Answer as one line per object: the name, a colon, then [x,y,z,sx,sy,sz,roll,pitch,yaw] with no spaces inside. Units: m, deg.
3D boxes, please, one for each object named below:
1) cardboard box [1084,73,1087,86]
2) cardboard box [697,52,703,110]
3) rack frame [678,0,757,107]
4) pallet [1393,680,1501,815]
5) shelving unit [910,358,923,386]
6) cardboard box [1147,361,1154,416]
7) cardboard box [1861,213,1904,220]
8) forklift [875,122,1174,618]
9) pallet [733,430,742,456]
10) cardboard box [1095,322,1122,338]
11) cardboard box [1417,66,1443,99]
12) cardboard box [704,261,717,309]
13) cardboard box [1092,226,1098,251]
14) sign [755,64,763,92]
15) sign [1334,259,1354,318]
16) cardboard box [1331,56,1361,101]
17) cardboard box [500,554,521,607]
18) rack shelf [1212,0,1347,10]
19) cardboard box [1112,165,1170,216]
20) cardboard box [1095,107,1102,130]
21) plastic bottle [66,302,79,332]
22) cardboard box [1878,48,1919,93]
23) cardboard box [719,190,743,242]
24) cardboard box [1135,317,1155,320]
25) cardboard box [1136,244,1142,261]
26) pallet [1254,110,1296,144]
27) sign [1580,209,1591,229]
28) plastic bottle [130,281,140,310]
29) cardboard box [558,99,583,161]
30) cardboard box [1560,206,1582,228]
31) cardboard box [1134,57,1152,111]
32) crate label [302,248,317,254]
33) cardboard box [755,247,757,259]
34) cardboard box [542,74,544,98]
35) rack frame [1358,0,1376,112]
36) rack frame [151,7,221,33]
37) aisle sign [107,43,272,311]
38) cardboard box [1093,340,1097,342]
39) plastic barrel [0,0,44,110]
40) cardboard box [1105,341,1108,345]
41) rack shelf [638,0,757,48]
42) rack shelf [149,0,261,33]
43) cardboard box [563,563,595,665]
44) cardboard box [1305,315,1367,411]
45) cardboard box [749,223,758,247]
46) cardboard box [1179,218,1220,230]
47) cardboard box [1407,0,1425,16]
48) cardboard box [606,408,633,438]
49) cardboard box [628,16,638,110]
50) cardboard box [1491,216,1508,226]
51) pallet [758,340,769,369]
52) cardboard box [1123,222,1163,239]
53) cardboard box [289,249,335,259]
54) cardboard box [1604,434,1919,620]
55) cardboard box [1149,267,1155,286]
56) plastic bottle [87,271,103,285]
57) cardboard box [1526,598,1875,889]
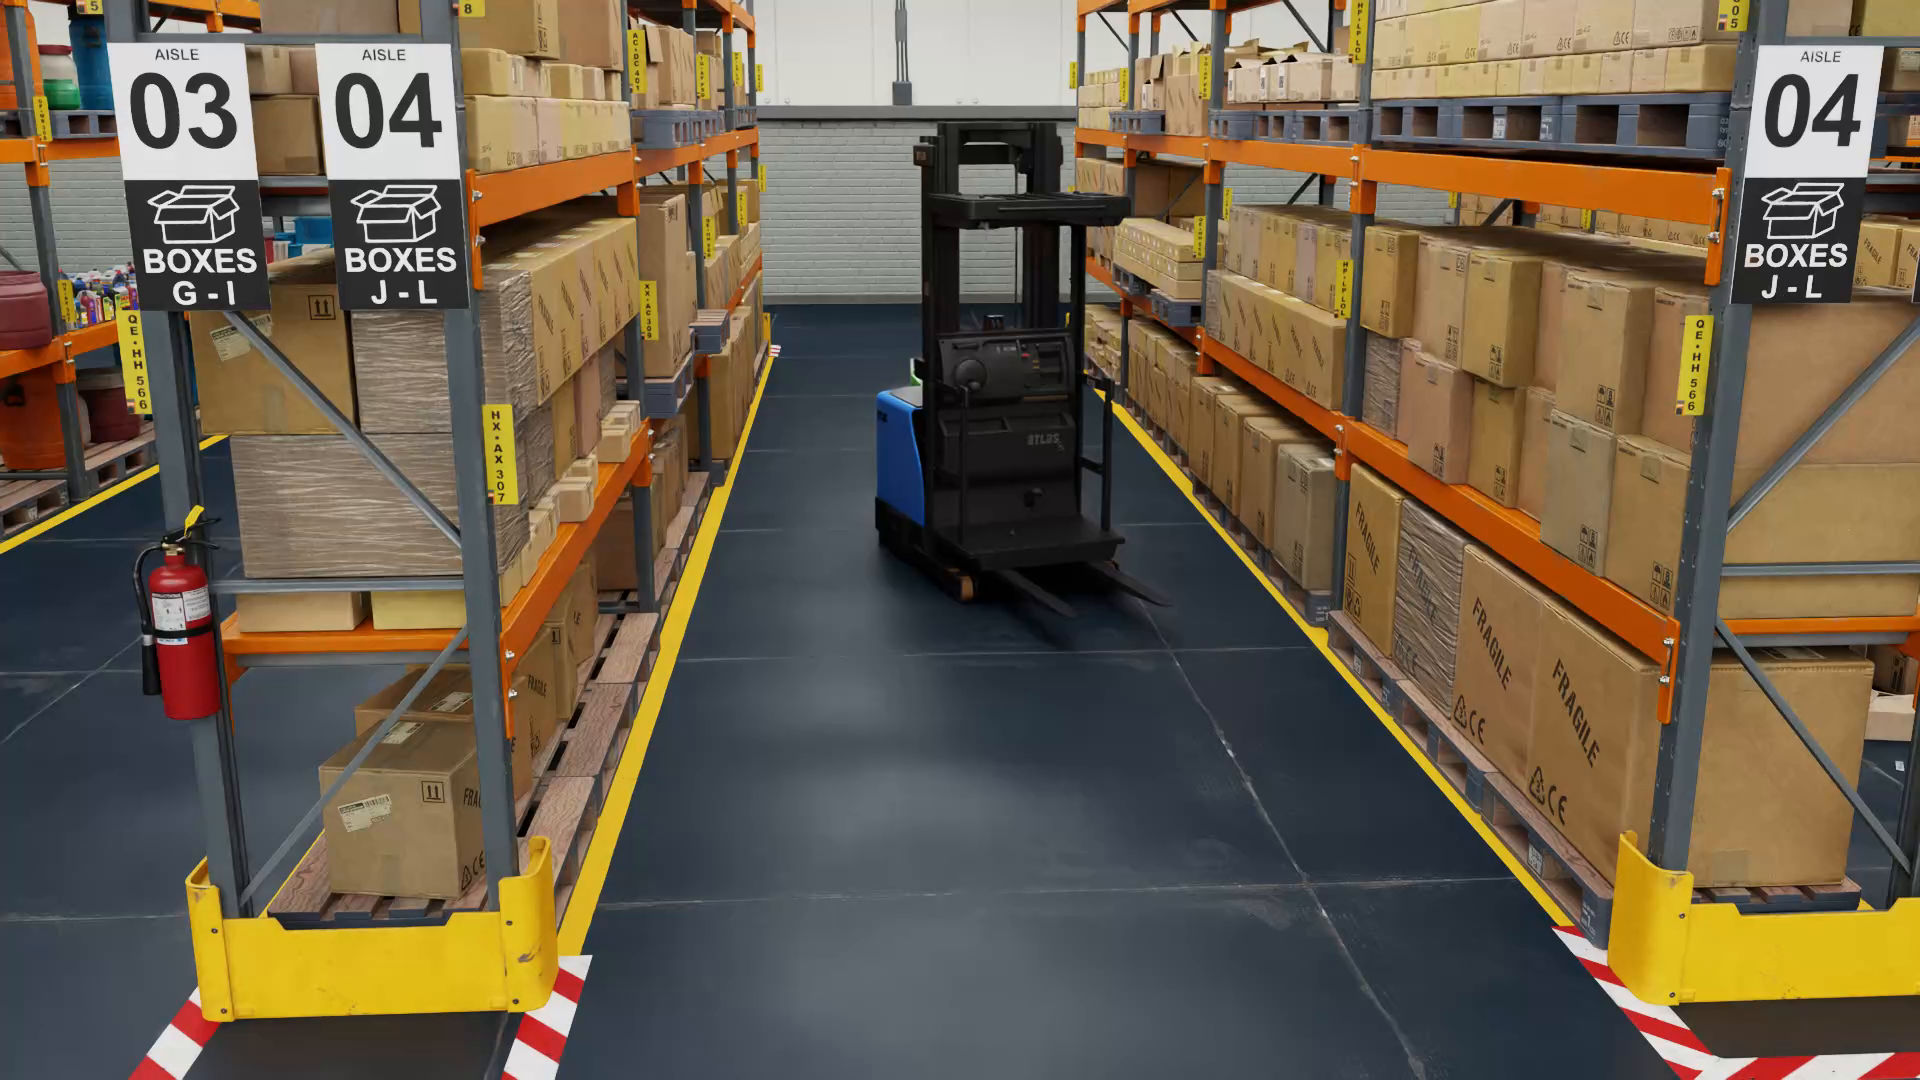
cardboard box: [1.681,-5.475,19.765,0.380,0.149,0.250,-1,14,-4]
cardboard box: [-2.663,-4.049,14.675,0.797,0.503,0.637,-1,14,-4]
rack frame: [-3.010,-6.730,20.126,1.000,3.000,0.127,-1,14,-3]
pallet: [2.738,0.953,7.900,1.003,0.211,1.213,-1,14,-3]
shelving unit: [-0.211,-0.731,12.461,0.258,1.200,0.503,-3,15,-10]
cardboard box: [2.056,-1.425,15.719,0.500,0.500,0.500,-1,14,-2]
cardboard box: [7.590,-2.648,14.089,0.500,0.500,0.500,-1,14,-5]
forklift: [0.388,-1.148,10.607,1.130,2.935,3.031,-5,15,-20]
pallet: [-2.561,-0.985,15.431,1.003,0.211,1.213,-1,14,-3]
cardboard box: [1.758,-2.400,19.020,0.380,0.149,0.250,-1,14,-5]
cardboard box: [2.420,-2.190,7.961,0.380,0.149,0.250,-1,14,-4]
cardboard box: [-2.273,-2.009,13.614,0.500,0.500,0.500,0,14,-2]
cardboard box: [1.813,-3.572,19.091,0.500,0.500,0.500,-1,14,-5]
sign: [-2.468,-5.673,20.418,0.100,0.325,0.005,-1,14,-3]
sign: [2.149,-1.404,9.298,0.100,0.325,0.005,-1,14,-3]
cardboard box: [2.486,-2.697,9.727,0.500,0.250,0.500,-1,14,-3]
cardboard box: [-1.795,0.139,5.972,0.380,0.149,0.250,-1,14,-3]
rack shelf: [2.566,-3.753,10.799,1.077,0.370,4.000,-1,14,-3]
cardboard box: [1.895,-3.671,17.471,0.500,0.500,0.500,-1,14,-5]
cardboard box: [1.813,-4.754,18.763,0.500,0.250,0.500,-1,14,-4]
plastic bottle: [-7.162,-1.812,13.296,0.152,0.276,0.135,-1,14,-3]
cardboard box: [3.237,-1.570,5.551,0.380,0.149,0.250,-1,14,-3]
cardboard box: [-2.537,-3.388,17.373,0.500,0.500,0.500,-1,14,-3]
cardboard box: [2.264,-2.535,19.545,0.380,0.149,0.250,-1,14,-5]
cardboard box: [1.846,-2.676,15.472,0.380,0.149,0.250,-1,14,-4]
pallet: [2.607,-2.811,11.290,1.003,0.211,1.213,0,14,-1]
sign: [6.575,-3.432,17.449,0.100,0.325,0.005,-1,14,-3]
plastic bottle: [-7.214,-2.126,14.527,0.097,0.271,0.097,0,14,0]
cardboard box: [-1.893,-1.731,7.014,0.500,0.250,0.500,0,14,-2]
cardboard box: [6.824,-3.629,17.904,0.500,0.500,0.500,-1,14,-4]
cardboard box: [2.108,-4.490,16.395,0.700,0.500,0.500,-1,14,-3]
crate label: [-7.677,-3.309,19.275,0.396,0.136,0.243,-1,14,-3]
cardboard box: [-2.595,-3.366,19.593,0.380,0.149,0.250,-1,14,-5]
cardboard box: [-1.914,-1.876,6.781,0.380,0.149,0.250,-1,14,-4]
rack frame: [2.690,-3.797,8.726,1.000,3.000,0.127,-1,14,-3]
rack frame: [-7.706,-5.659,15.962,1.000,3.000,0.127,-1,14,-3]
aisle sign: [-2.315,-1.085,5.006,0.394,0.787,0.004,-1,14,-3]
cardboard box: [1.797,-2.311,19.868,0.380,0.149,0.250,-1,14,-3]
plastic barrel: [-7.490,-3.764,12.912,0.600,0.830,0.708,-1,14,-3]
cardboard box: [1.841,-2.182,18.770,0.380,0.149,0.250,-1,14,-2]
rack shelf: [-2.886,-5.691,18.332,1.077,0.370,4.000,-1,14,-3]
rack shelf: [-7.830,-5.615,18.035,1.077,0.370,4.000,-1,14,-3]
cardboard box: [-2.239,0.409,8.591,0.500,0.500,0.500,4,15,14]
cardboard box: [2.391,-1.066,9.950,0.500,0.500,0.500,-1,14,-4]
cardboard box: [-2.685,-3.654,19.912,0.500,0.250,0.500,-1,14,-4]
cardboard box: [2.414,-3.155,16.735,0.380,0.149,0.250,0,14,-1]
cardboard box: [2.406,-2.639,8.104,0.380,0.149,0.250,-1,14,-4]
cardboard box: [-1.954,-0.608,8.873,0.380,0.149,0.250,-1,14,-3]
cardboard box: [-2.197,-2.665,9.295,0.797,0.503,0.637,-2,15,-6]
cardboard box: [6.697,-3.651,19.994,0.500,0.500,0.500,-1,14,-4]
pallet: [-2.883,-2.277,20.452,1.003,0.211,1.213,-1,14,-3]
cardboard box: [1.796,-3.013,16.186,0.380,0.149,0.250,-1,14,-3]
cardboard box: [-2.365,-0.904,6.717,0.500,0.500,0.500,-1,14,-3]
cardboard box: [2.870,-0.062,5.945,0.875,0.550,0.550,-1,14,-3]
cardboard box: [1.893,-2.339,14.758,0.380,0.149,0.250,-2,15,-6]
plastic bottle: [-8.000,-2.342,15.360,0.152,0.276,0.135,-1,14,-3]
cardboard box: [2.830,0.761,6.471,0.875,0.875,0.875,-1,14,-3]
